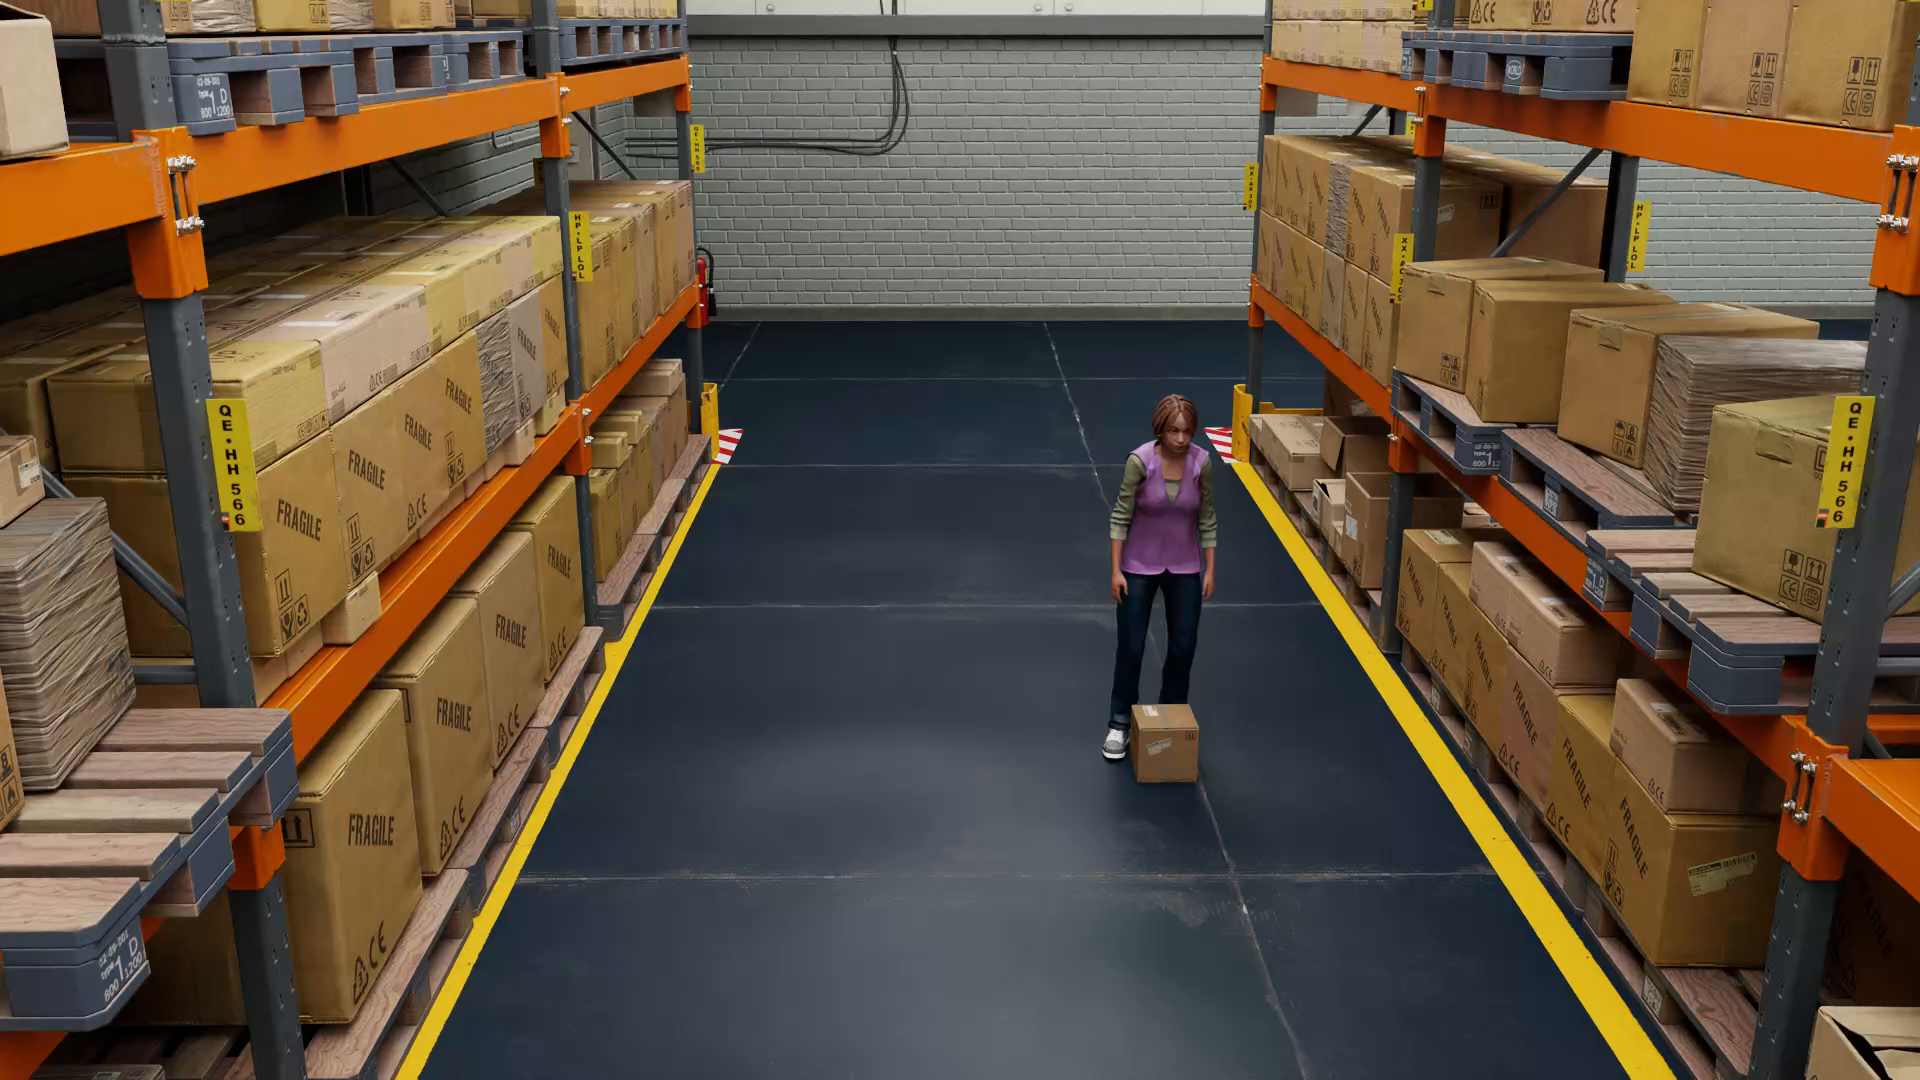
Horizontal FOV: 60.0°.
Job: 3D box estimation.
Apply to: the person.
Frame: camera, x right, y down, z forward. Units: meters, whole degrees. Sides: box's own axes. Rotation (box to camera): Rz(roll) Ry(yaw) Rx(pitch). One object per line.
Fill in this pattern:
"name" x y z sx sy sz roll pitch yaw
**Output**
"person" 0.856 0.151 7.086 0.483 1.592 0.347 -1 17 -4
